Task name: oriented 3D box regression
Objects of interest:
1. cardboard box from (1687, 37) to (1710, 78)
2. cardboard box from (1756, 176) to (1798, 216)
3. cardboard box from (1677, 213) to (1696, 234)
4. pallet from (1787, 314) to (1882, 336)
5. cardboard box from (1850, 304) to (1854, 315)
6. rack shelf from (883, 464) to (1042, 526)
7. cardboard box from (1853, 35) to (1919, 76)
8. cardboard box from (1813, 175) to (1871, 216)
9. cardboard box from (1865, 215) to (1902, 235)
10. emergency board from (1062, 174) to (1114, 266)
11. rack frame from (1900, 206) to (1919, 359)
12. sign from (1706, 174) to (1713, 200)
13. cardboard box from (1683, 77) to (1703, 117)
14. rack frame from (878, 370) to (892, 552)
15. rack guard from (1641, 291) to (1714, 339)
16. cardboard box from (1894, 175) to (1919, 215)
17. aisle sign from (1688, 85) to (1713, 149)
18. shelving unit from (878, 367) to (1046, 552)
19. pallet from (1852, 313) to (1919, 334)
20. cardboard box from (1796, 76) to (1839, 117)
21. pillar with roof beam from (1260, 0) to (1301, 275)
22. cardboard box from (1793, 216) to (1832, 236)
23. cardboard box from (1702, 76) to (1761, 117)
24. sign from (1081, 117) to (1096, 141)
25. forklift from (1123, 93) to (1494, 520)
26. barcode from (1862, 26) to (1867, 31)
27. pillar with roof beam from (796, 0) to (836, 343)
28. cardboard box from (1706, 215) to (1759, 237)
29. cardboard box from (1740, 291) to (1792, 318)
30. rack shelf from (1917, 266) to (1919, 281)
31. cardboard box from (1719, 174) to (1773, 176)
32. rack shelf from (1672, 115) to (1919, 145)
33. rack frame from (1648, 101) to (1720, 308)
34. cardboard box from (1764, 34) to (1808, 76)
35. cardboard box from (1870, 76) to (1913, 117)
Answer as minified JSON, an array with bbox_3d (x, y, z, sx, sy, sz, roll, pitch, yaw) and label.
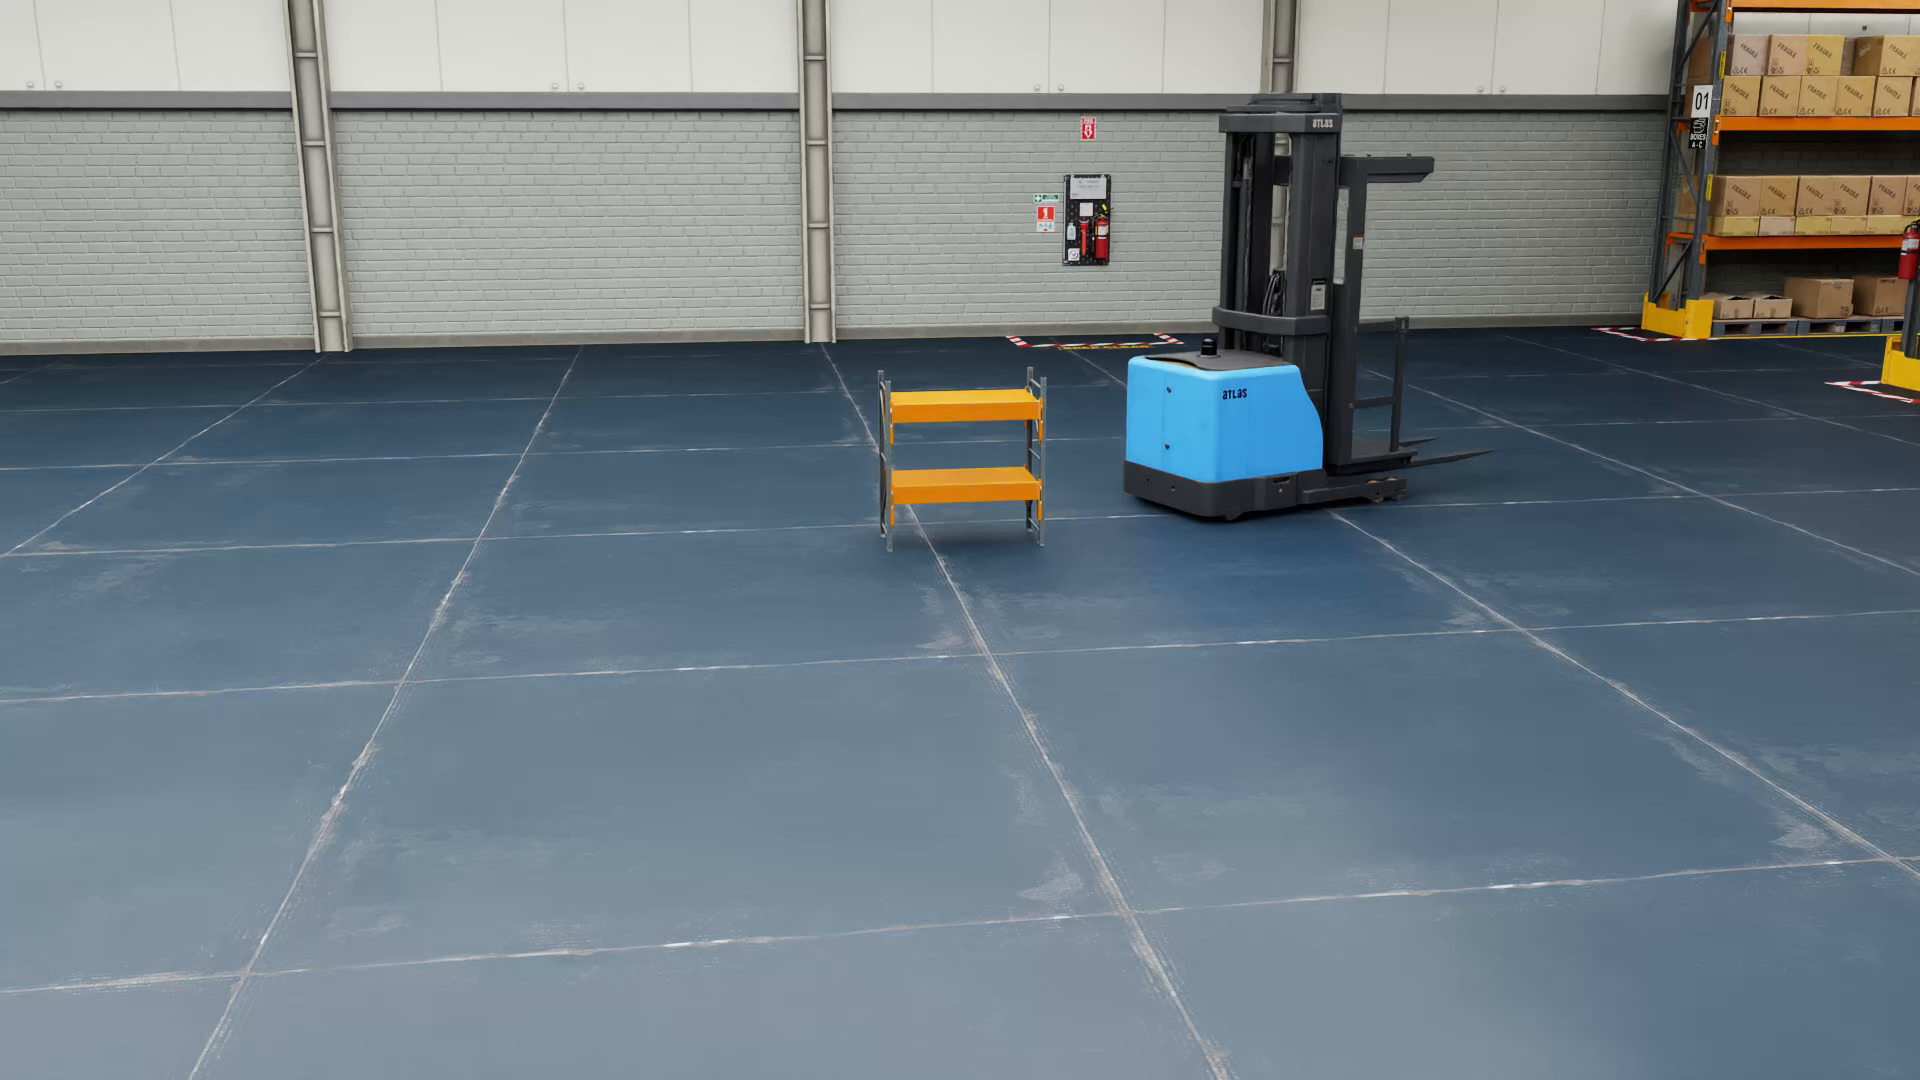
[{"bbox_3d":[9.884,-6.298,21.701,0.500,0.500,0.500,-1,14,-6],"label":"cardboard box"},{"bbox_3d":[10.504,-4.483,21.656,0.500,0.500,0.500,-2,14,-8],"label":"cardboard box"},{"bbox_3d":[9.930,-4.222,22.159,0.500,0.250,0.500,-2,14,-7],"label":"cardboard box"},{"bbox_3d":[11.584,-2.936,22.496,1.213,0.211,1.003,-2,14,-8],"label":"pallet"},{"bbox_3d":[11.868,-3.144,22.549,0.250,0.149,0.380,-3,14,-13],"label":"cardboard box"},{"bbox_3d":[0.007,-0.309,11.145,1.000,0.278,0.538,-2,14,-8],"label":"rack shelf"},{"bbox_3d":[11.942,-6.238,21.459,0.500,0.500,0.500,-3,14,-10],"label":"cardboard box"},{"bbox_3d":[11.524,-4.522,21.811,0.500,0.500,0.500,-2,14,-7],"label":"cardboard box"},{"bbox_3d":[12.040,-4.176,21.972,0.500,0.250,0.500,-2,14,-9],"label":"cardboard box"},{"bbox_3d":[1.678,-4.157,21.633,0.643,1.169,0.194,-2,14,-8],"label":"emergency board"},{"bbox_3d":[10.238,-3.030,17.139,0.127,3.000,1.000,-2,14,-8],"label":"rack frame"},{"bbox_3d":[9.578,-4.511,21.264,0.005,0.325,0.100,-2,14,-8],"label":"sign"},{"bbox_3d":[9.872,-5.811,21.813,0.500,0.500,0.500,-1,14,-4],"label":"cardboard box"},{"bbox_3d":[-0.496,-0.527,11.013,0.032,1.125,0.500,-2,14,-8],"label":"rack frame"},{"bbox_3d":[9.572,-3.012,22.204,0.348,0.500,1.175,-2,14,-8],"label":"rack guard"},{"bbox_3d":[12.538,-4.556,21.949,0.500,0.500,0.500,-2,14,-9],"label":"cardboard box"},{"bbox_3d":[9.470,-5.408,21.275,0.004,0.787,0.394,-2,14,-8],"label":"aisle sign"},{"bbox_3d":[0.007,-0.546,11.086,1.048,1.125,0.538,-2,14,-8],"label":"shelving unit"},{"bbox_3d":[12.793,-2.981,22.676,1.213,0.211,1.003,-2,14,-8],"label":"pallet"},{"bbox_3d":[10.914,-5.718,21.441,0.500,0.500,0.500,-1,14,-6],"label":"cardboard box"},{"bbox_3d":[4.768,-6.112,17.094,0.400,9.000,9.100,-2,14,-8],"label":"pillar with roof beam"},{"bbox_3d":[11.042,-4.139,21.828,0.500,0.250,0.500,-2,14,-9],"label":"cardboard box"},{"bbox_3d":[9.865,-5.687,21.318,0.500,0.500,0.500,-2,14,-7],"label":"cardboard box"},{"bbox_3d":[1.655,-5.305,21.445,0.199,0.298,0.001,-2,14,-8],"label":"sign"},{"bbox_3d":[2.747,-1.800,12.372,3.031,2.935,1.130,-8,16,-29],"label":"forklift"},{"bbox_3d":[12.014,-6.796,22.083,0.075,0.075,0.001,-2,14,-8],"label":"barcode"},{"bbox_3d":[-1.165,-5.895,16.227,0.400,9.000,9.100,-2,14,-8],"label":"pillar with roof beam"},{"bbox_3d":[10.027,-4.100,21.671,0.500,0.250,0.500,-3,14,-10],"label":"cardboard box"},{"bbox_3d":[10.758,-3.155,22.259,0.500,0.311,0.500,-1,14,-4],"label":"cardboard box"},{"bbox_3d":[12.216,-2.754,17.515,4.000,0.370,1.077,-2,14,-8],"label":"rack shelf"},{"bbox_3d":[10.430,-4.606,22.149,0.500,0.500,0.500,-2,14,-8],"label":"cardboard box"},{"bbox_3d":[11.474,-5.400,21.901,4.000,0.370,1.077,-2,14,-8],"label":"rack shelf"},{"bbox_3d":[9.497,-4.222,21.889,0.127,3.000,1.000,-2,14,-8],"label":"rack frame"},{"bbox_3d":[10.417,-6.181,21.235,0.500,0.500,0.500,-2,14,-9],"label":"cardboard box"},{"bbox_3d":[11.945,-5.758,21.600,0.500,0.500,0.500,-3,14,-11],"label":"cardboard box"}]
